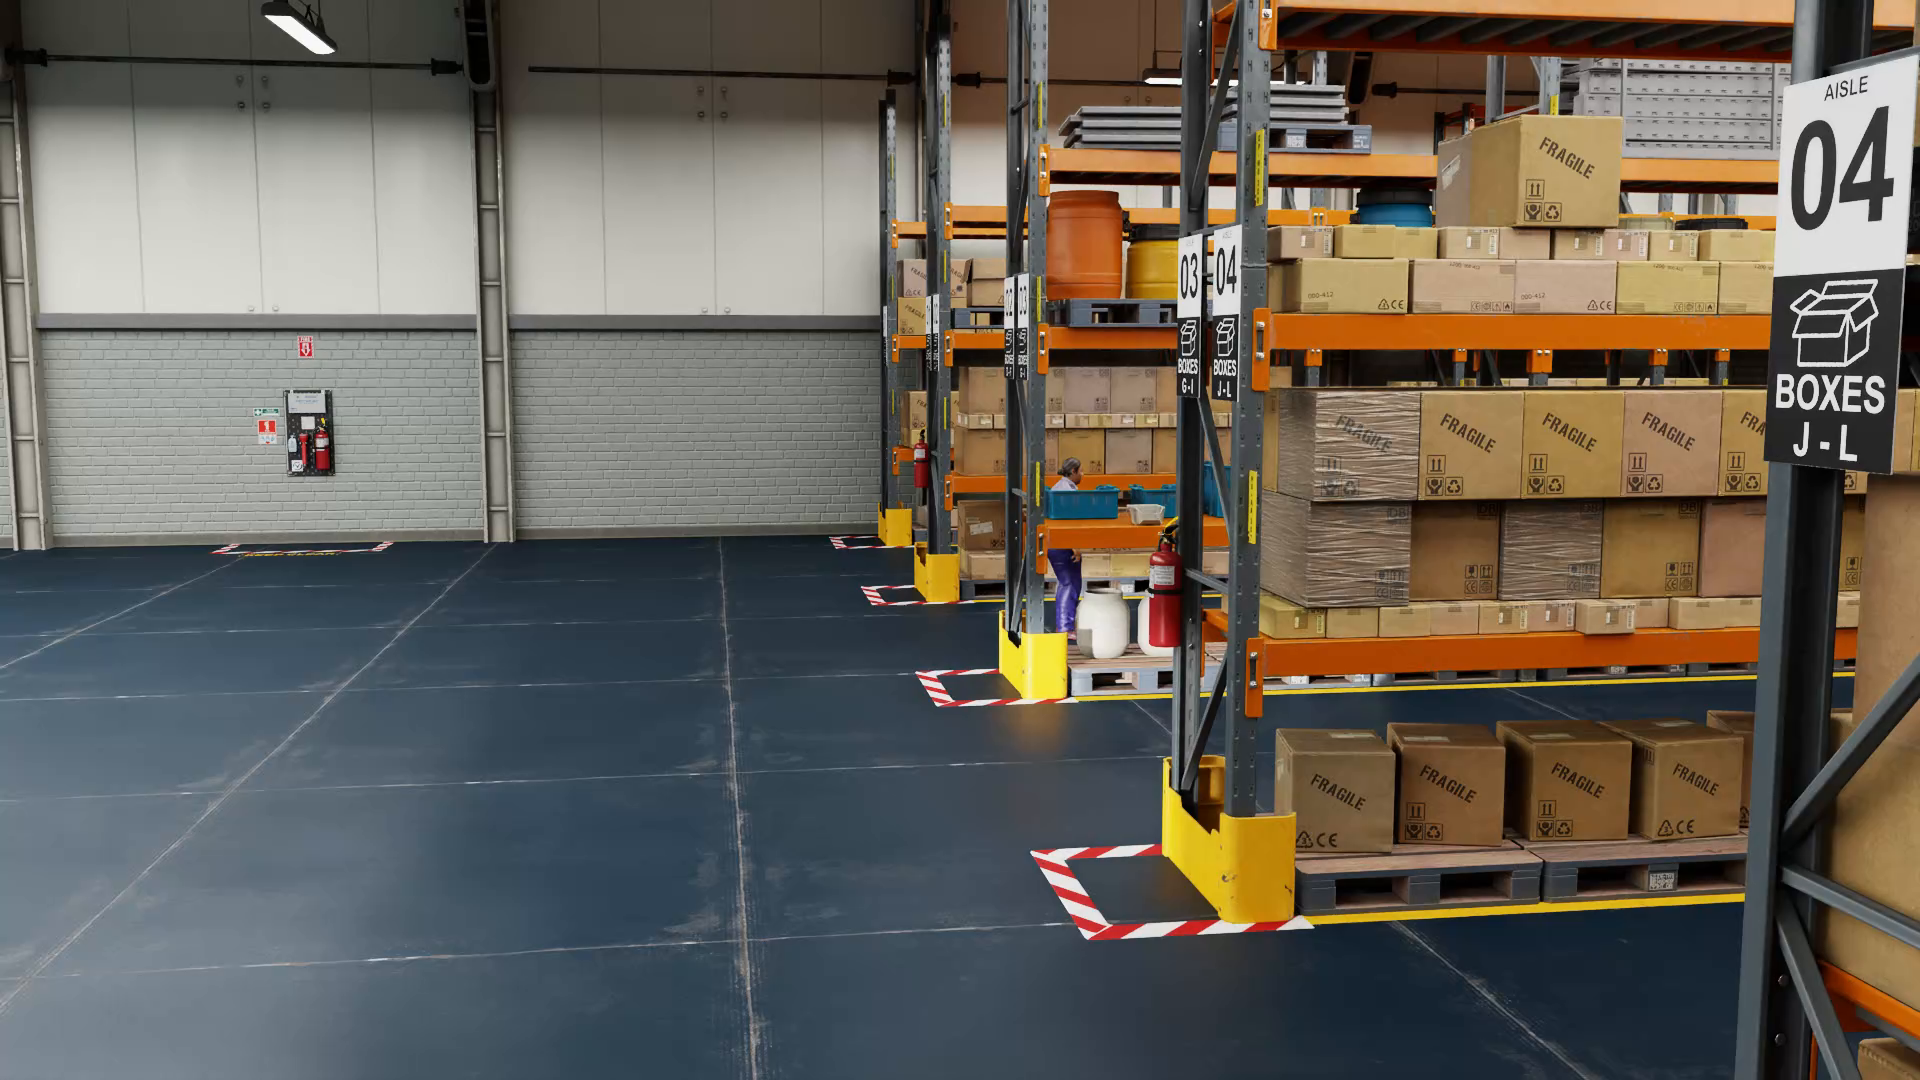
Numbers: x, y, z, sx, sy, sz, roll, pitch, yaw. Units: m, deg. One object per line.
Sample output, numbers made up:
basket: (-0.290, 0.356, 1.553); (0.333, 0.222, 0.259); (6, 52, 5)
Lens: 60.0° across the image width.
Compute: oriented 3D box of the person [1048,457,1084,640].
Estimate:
person: (0.998, 0.066, 15.302); (0.418, 1.653, 0.563); (-1, 7, -11)
